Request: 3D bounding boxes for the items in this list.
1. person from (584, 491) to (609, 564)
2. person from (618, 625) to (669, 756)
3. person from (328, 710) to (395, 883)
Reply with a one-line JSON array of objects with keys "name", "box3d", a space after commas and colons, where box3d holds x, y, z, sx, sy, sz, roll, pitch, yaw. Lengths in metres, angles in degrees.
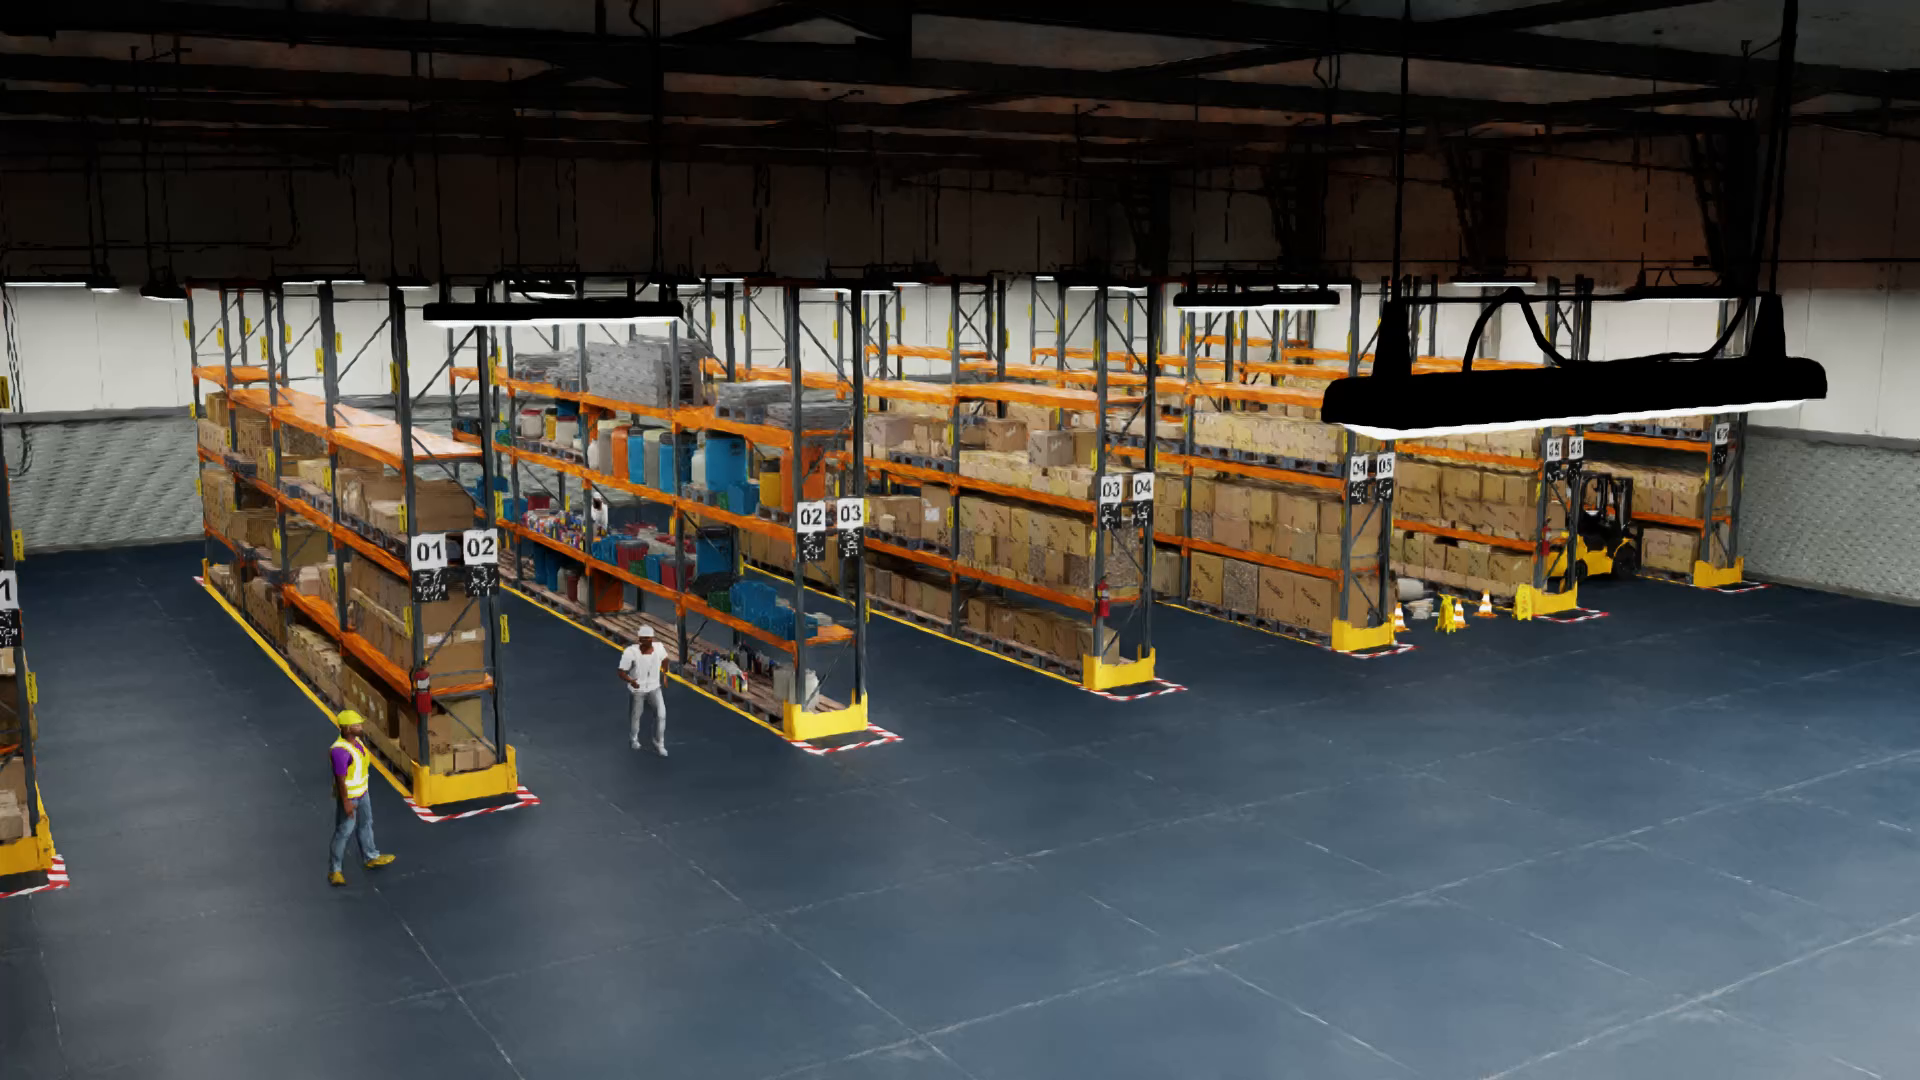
[{"name": "person", "box3d": [-7.311, -0.146, 33.638, 0.571, 1.700, 1.114, -6, 12, -34]}, {"name": "person", "box3d": [-4.071, 1.911, 21.527, 0.734, 1.697, 0.856, -5, 11, -27]}, {"name": "person", "box3d": [-6.256, 2.601, 17.178, 0.532, 1.758, 0.718, 0, 10, 0]}]
